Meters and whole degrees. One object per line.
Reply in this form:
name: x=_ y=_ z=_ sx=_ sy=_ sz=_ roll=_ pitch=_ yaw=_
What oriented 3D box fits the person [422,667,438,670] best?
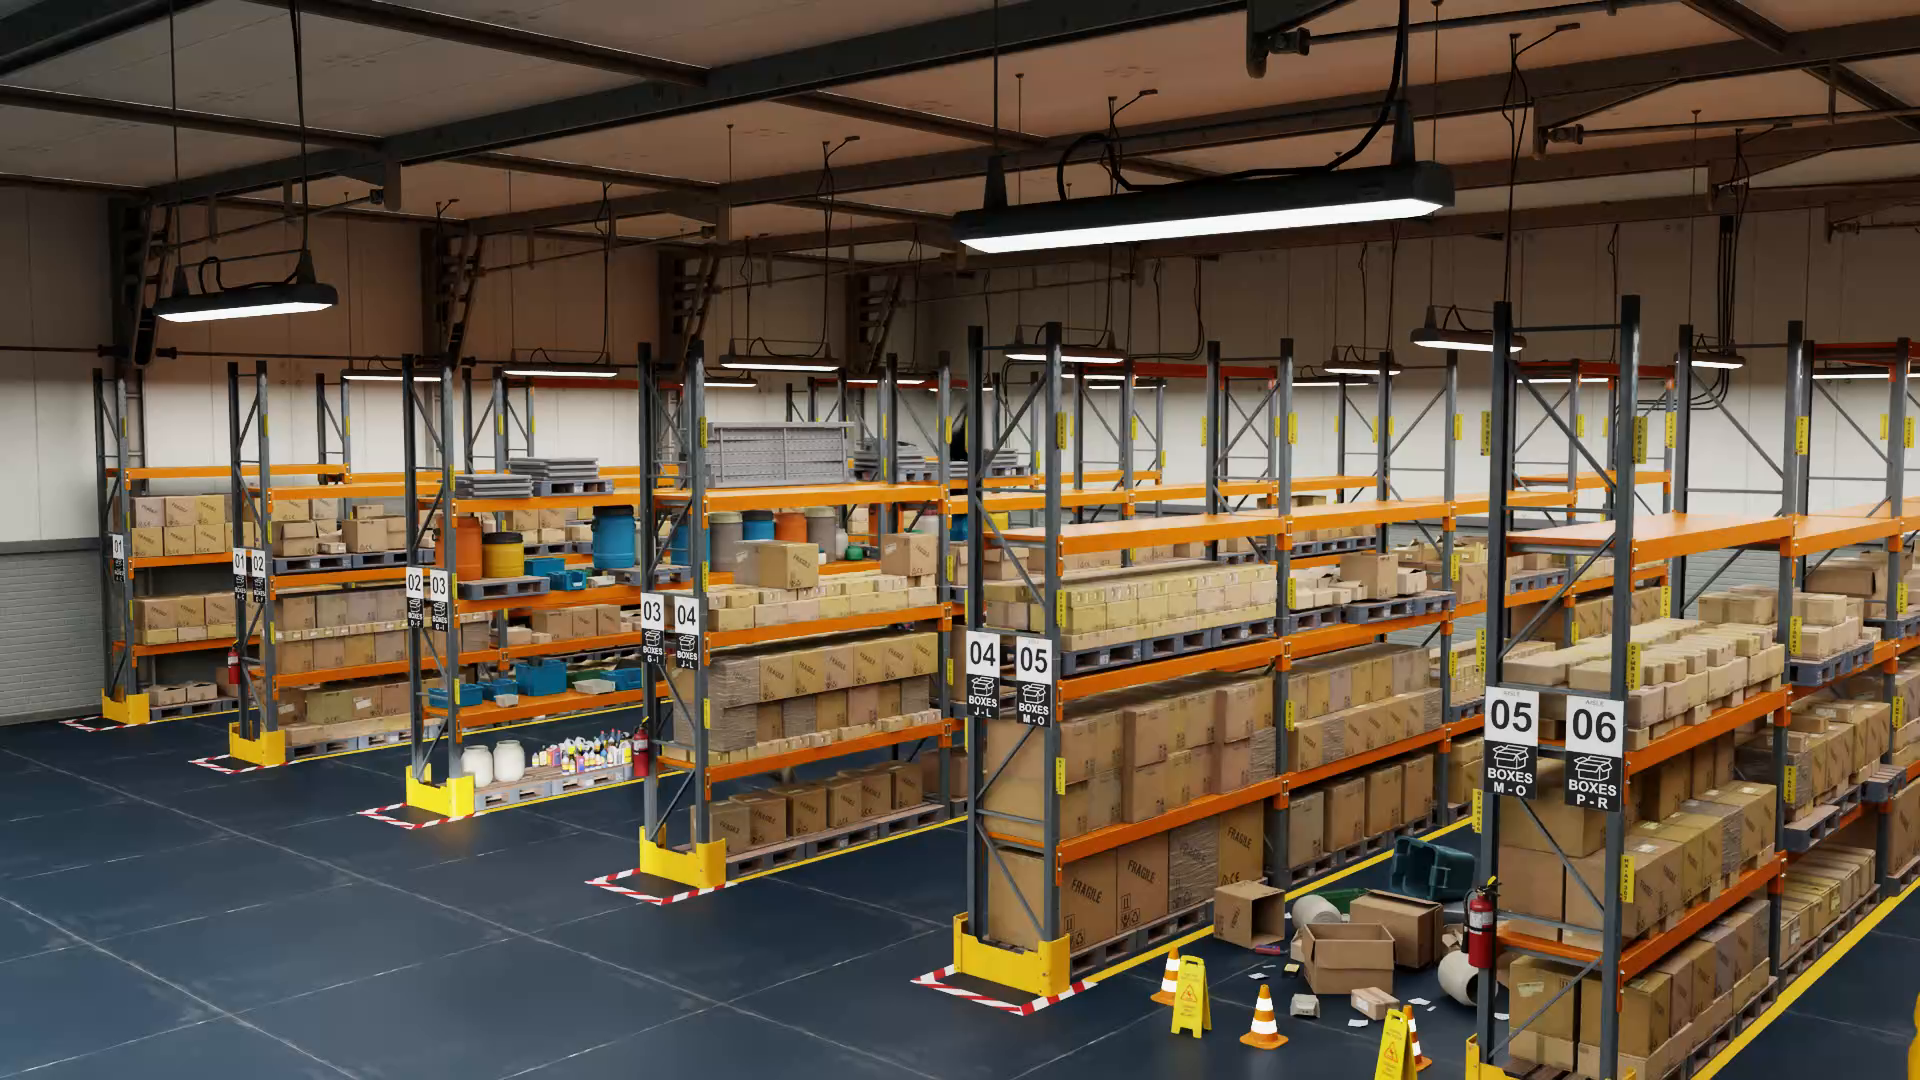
person: x=-9.495 y=2.080 z=29.971 sx=0.631 sy=1.698 sz=0.862 roll=3 pitch=5 yaw=33

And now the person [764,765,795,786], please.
person: x=-2.480 y=2.762 z=22.193 sx=0.695 sy=1.548 sz=0.885 roll=1 pitch=4 yaw=19

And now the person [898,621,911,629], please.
person: x=-0.951 y=1.806 z=31.262 sx=0.875 sy=1.829 sz=0.652 roll=-3 pitch=5 yaw=-35
